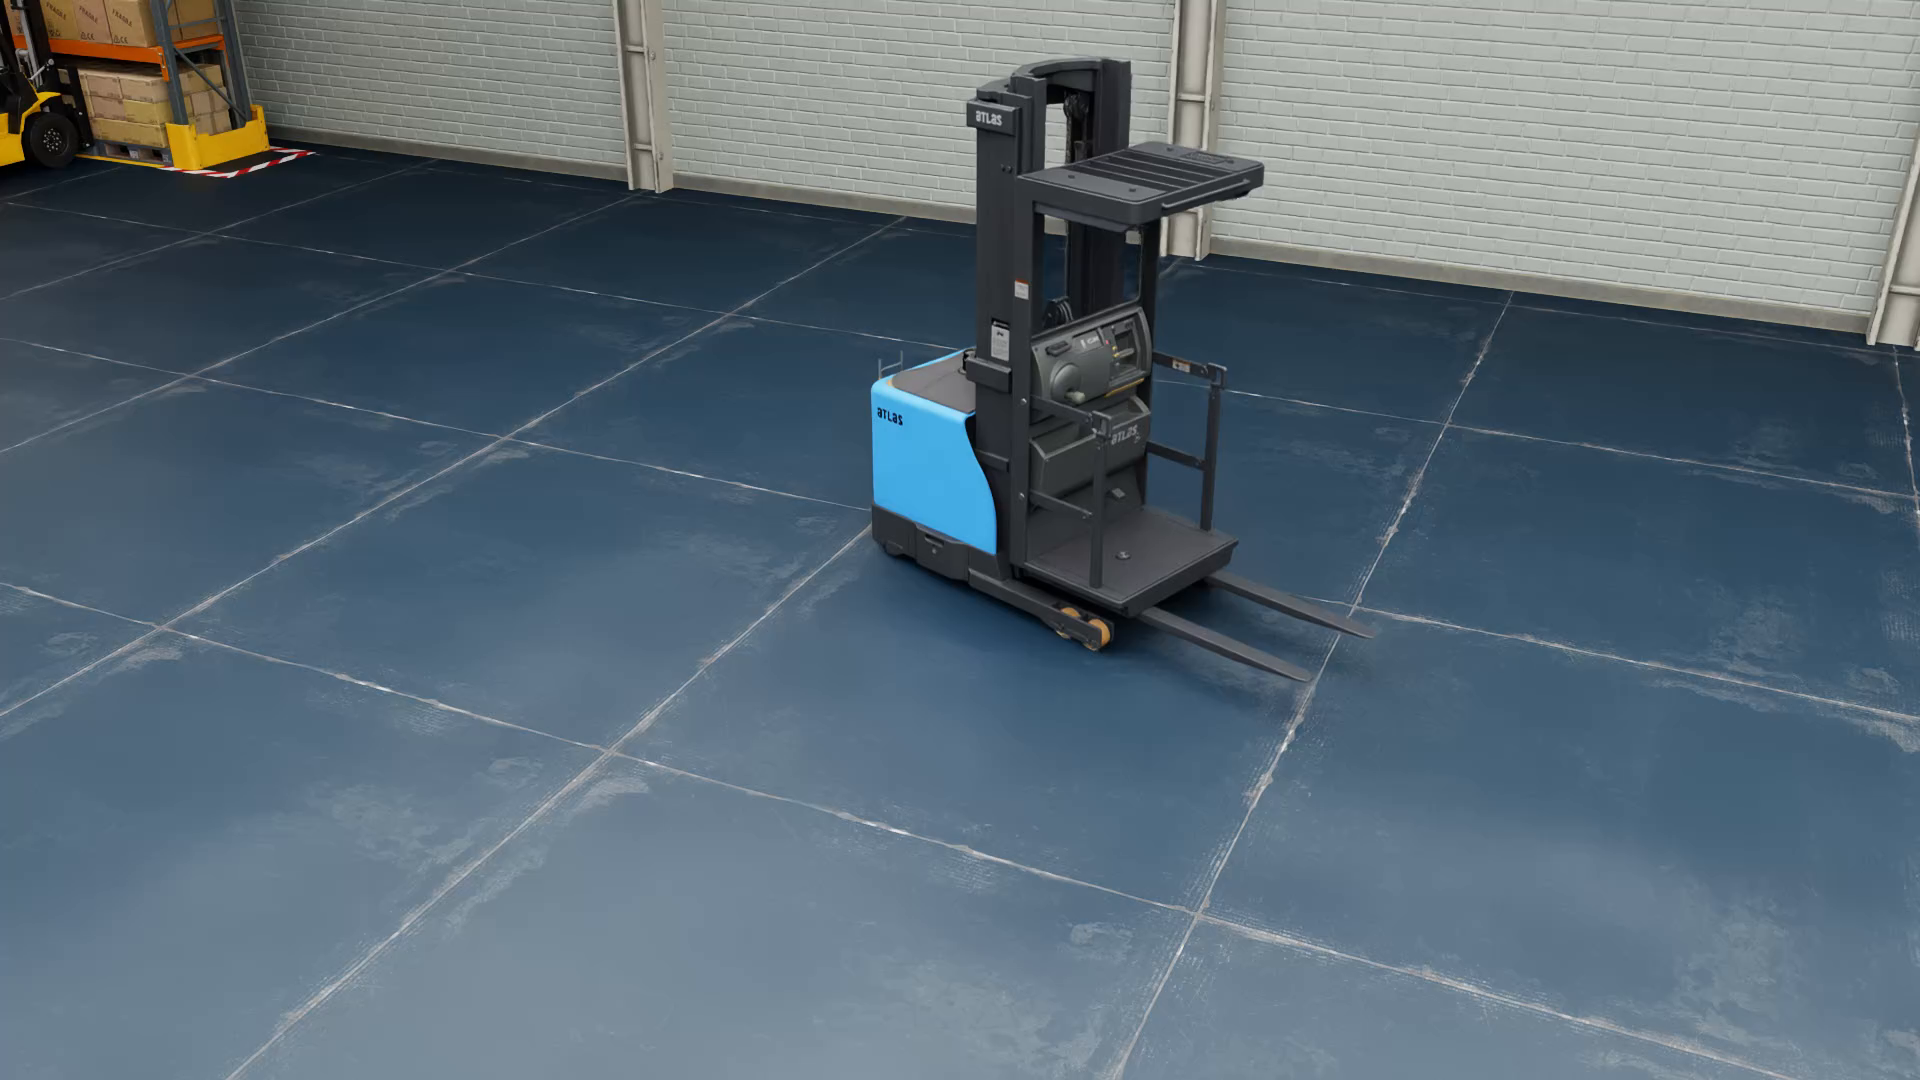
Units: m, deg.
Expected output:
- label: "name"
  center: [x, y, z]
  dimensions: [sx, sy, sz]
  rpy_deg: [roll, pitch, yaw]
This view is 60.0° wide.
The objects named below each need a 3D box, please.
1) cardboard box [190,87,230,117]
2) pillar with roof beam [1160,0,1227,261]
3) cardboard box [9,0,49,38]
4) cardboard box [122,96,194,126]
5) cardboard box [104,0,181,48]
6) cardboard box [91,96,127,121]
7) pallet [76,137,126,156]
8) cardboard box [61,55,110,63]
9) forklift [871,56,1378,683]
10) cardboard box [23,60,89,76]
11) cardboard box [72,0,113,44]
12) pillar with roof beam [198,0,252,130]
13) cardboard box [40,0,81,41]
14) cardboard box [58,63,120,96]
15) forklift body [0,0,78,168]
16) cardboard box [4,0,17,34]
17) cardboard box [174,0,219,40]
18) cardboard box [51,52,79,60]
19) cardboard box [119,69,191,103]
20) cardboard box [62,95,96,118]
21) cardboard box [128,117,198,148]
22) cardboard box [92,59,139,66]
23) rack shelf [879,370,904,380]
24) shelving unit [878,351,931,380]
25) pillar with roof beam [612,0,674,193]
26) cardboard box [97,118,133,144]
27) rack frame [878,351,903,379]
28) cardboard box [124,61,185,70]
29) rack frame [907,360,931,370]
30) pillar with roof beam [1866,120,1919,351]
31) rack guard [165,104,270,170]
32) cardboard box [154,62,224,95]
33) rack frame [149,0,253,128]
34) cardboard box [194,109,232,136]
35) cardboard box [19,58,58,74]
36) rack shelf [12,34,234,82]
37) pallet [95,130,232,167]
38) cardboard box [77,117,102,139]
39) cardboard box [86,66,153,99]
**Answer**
- label: "cardboard box"
  center: [-8.874, -5.108, 19.301]
  dimensions: [0.500, 0.250, 0.500]
  rpy_deg: [12, 29, 23]
- label: "pillar with roof beam"
  center: [0.349, -5.016, 10.250]
  dimensions: [0.400, 9.000, 9.100]
  rpy_deg: [11, 28, 22]
- label: "cardboard box"
  center: [-10.485, -6.069, 19.067]
  dimensions: [0.500, 0.500, 0.500]
  rpy_deg: [12, 28, 22]
- label: "cardboard box"
  center: [-9.104, -4.902, 18.882]
  dimensions: [0.500, 0.250, 0.500]
  rpy_deg: [11, 28, 21]
- label: "cardboard box"
  center: [-9.088, -5.789, 18.499]
  dimensions: [0.500, 0.500, 0.500]
  rpy_deg: [11, 28, 21]
- label: "cardboard box"
  center: [-9.556, -4.998, 19.077]
  dimensions: [0.500, 0.250, 0.500]
  rpy_deg: [11, 28, 21]
- label: "pallet"
  center: [-10.352, -4.855, 19.873]
  dimensions: [1.213, 0.211, 1.003]
  rpy_deg: [11, 28, 22]
- label: "cardboard box"
  center: [-10.261, -5.609, 19.752]
  dimensions: [0.500, 0.250, 0.500]
  rpy_deg: [11, 28, 21]
- label: "forklift"
  center: [0.876, -0.976, 8.914]
  dimensions: [3.031, 2.935, 1.130]
  rpy_deg: [23, 34, 38]
- label: "cardboard box"
  center: [-10.469, -5.397, 19.321]
  dimensions: [0.500, 0.250, 0.500]
  rpy_deg: [11, 28, 21]
- label: "cardboard box"
  center: [-9.557, -5.887, 18.699]
  dimensions: [0.500, 0.500, 0.500]
  rpy_deg: [12, 29, 23]
- label: "pillar with roof beam"
  center: [-10.574, -7.210, 14.706]
  dimensions: [0.400, 9.000, 9.100]
  rpy_deg: [11, 28, 22]
- label: "cardboard box"
  center: [-10.023, -5.981, 18.889]
  dimensions: [0.500, 0.500, 0.500]
  rpy_deg: [11, 28, 21]
- label: "cardboard box"
  center: [-10.010, -5.301, 19.127]
  dimensions: [0.500, 0.250, 0.500]
  rpy_deg: [12, 29, 22]
- label: "forklift body"
  center: [-11.013, -4.992, 17.954]
  dimensions: [1.214, 2.155, 2.313]
  rpy_deg: [11, 28, 22]
- label: "cardboard box"
  center: [-10.934, -6.169, 19.271]
  dimensions: [0.500, 0.500, 0.500]
  rpy_deg: [11, 28, 21]
- label: "cardboard box"
  center: [-8.867, -6.007, 18.941]
  dimensions: [0.500, 0.500, 0.500]
  rpy_deg: [12, 29, 23]
- label: "cardboard box"
  center: [-10.722, -5.698, 19.932]
  dimensions: [0.500, 0.250, 0.500]
  rpy_deg: [12, 28, 22]
- label: "cardboard box"
  center: [-9.080, -5.122, 18.763]
  dimensions: [0.500, 0.250, 0.500]
  rpy_deg: [12, 29, 24]
- label: "cardboard box"
  center: [-10.035, -5.084, 19.252]
  dimensions: [0.500, 0.250, 0.500]
  rpy_deg: [11, 28, 21]
- label: "cardboard box"
  center: [-9.090, -4.673, 18.984]
  dimensions: [0.500, 0.250, 0.500]
  rpy_deg: [12, 28, 22]
- label: "cardboard box"
  center: [-9.798, -5.513, 19.556]
  dimensions: [0.500, 0.250, 0.500]
  rpy_deg: [11, 28, 21]
- label: "rack shelf"
  center: [-0.336, -0.868, 10.207]
  dimensions: [0.240, 0.259, 0.215]
  rpy_deg: [23, 34, 38]
- label: "shelving unit"
  center: [-0.336, -0.623, 10.328]
  dimensions: [0.252, 1.050, 0.215]
  rpy_deg: [23, 34, 38]
- label: "pillar with roof beam"
  center: [-5.112, -6.113, 12.478]
  dimensions: [0.400, 9.000, 9.100]
  rpy_deg: [11, 28, 22]
- label: "cardboard box"
  center: [-9.539, -4.768, 19.176]
  dimensions: [0.500, 0.250, 0.500]
  rpy_deg: [11, 28, 22]
- label: "rack frame"
  center: [-0.424, -0.661, 10.403]
  dimensions: [0.008, 1.050, 0.200]
  rpy_deg: [23, 34, 38]
- label: "cardboard box"
  center: [-9.347, -5.417, 19.362]
  dimensions: [0.500, 0.250, 0.500]
  rpy_deg: [11, 28, 22]
- label: "rack frame"
  center: [-0.248, -0.586, 10.252]
  dimensions: [0.008, 1.050, 0.200]
  rpy_deg: [23, 34, 38]
- label: "pillar with roof beam"
  center: [5.811, -3.919, 8.022]
  dimensions: [0.400, 9.000, 9.100]
  rpy_deg: [11, 28, 22]
- label: "rack guard"
  center: [-8.510, -4.634, 19.096]
  dimensions: [0.348, 0.500, 1.175]
  rpy_deg: [11, 28, 22]
- label: "cardboard box"
  center: [-8.891, -5.327, 19.179]
  dimensions: [0.500, 0.250, 0.500]
  rpy_deg: [11, 28, 21]
- label: "rack frame"
  center: [-8.531, -5.760, 18.553]
  dimensions: [0.127, 3.000, 1.000]
  rpy_deg: [11, 28, 22]
- label: "cardboard box"
  center: [-8.898, -4.883, 19.409]
  dimensions: [0.500, 0.250, 0.500]
  rpy_deg: [11, 28, 22]
- label: "cardboard box"
  center: [-10.943, -5.496, 19.522]
  dimensions: [0.500, 0.250, 0.500]
  rpy_deg: [12, 29, 24]
- label: "rack shelf"
  center: [-10.352, -5.803, 19.454]
  dimensions: [4.000, 0.370, 1.077]
  rpy_deg: [11, 28, 22]
- label: "pallet"
  center: [-9.245, -4.632, 19.418]
  dimensions: [1.213, 0.211, 1.003]
  rpy_deg: [11, 28, 22]
- label: "cardboard box"
  center: [-9.990, -4.863, 19.369]
  dimensions: [0.500, 0.250, 0.500]
  rpy_deg: [12, 29, 22]
- label: "cardboard box"
  center: [-9.547, -5.213, 18.947]
  dimensions: [0.500, 0.250, 0.500]
  rpy_deg: [12, 29, 23]
